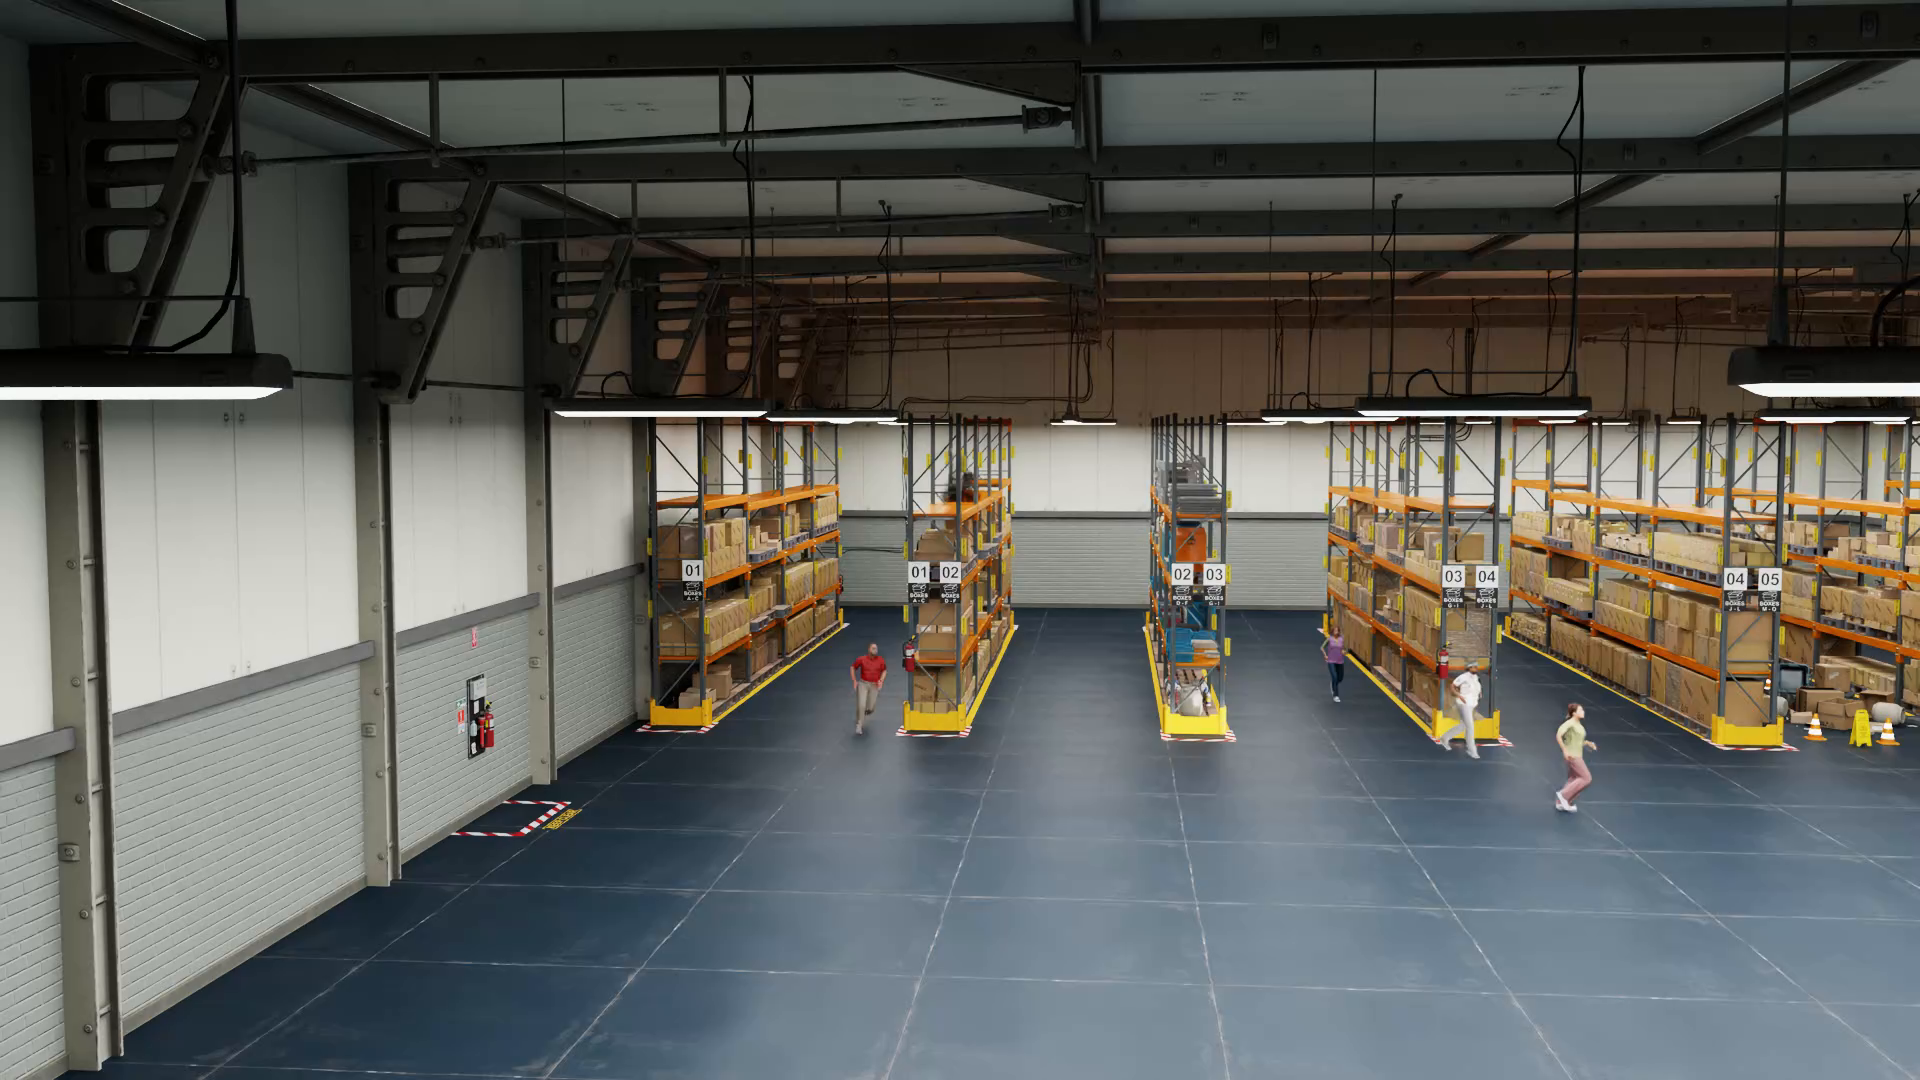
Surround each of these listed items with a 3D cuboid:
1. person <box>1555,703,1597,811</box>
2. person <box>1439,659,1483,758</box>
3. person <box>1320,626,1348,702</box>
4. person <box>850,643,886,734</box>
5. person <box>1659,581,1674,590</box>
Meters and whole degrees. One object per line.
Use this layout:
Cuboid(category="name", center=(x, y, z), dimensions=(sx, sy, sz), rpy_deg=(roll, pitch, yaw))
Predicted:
Cuboid(category="person", center=(9.172, 3.235, 24.759), dimensions=(0.549, 1.631, 0.587), rpy_deg=(2, 4, 30))
Cuboid(category="person", center=(8.902, 2.934, 29.268), dimensions=(0.592, 1.716, 0.860), rpy_deg=(-4, 5, -44))
Cuboid(category="person", center=(7.877, 2.581, 34.961), dimensions=(0.548, 1.568, 0.805), rpy_deg=(0, 4, -3))
Cuboid(category="person", center=(-1.730, 2.788, 31.500), dimensions=(0.703, 1.678, 0.629), rpy_deg=(-1, 4, -15))
Cuboid(category="person", center=(20.040, 1.745, 47.139), dimensions=(0.758, 1.656, 0.734), rpy_deg=(1, 4, 10))
